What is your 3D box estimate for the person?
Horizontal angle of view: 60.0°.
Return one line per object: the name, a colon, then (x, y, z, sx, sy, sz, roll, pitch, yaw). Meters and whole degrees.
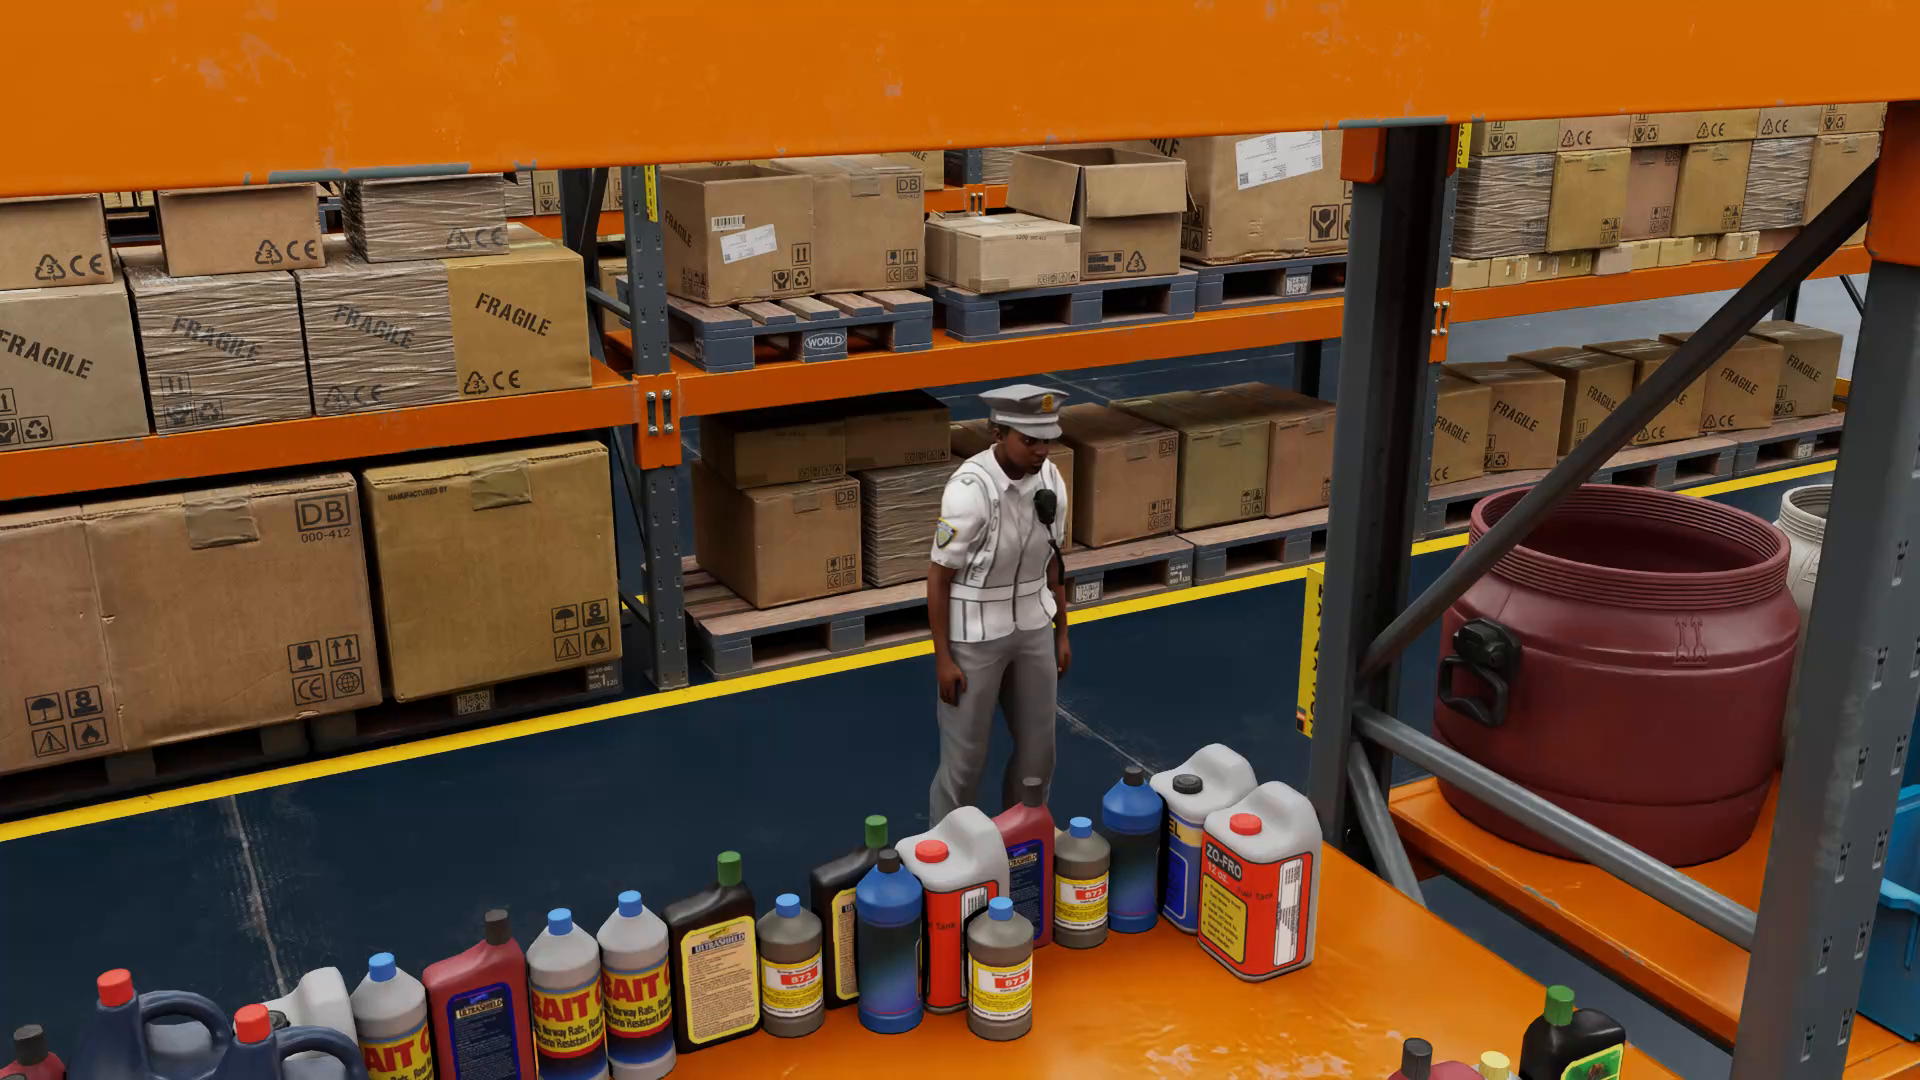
person: (0.125, 0.330, 5.079, 0.530, 1.660, 0.428, -11, 22, -30)
